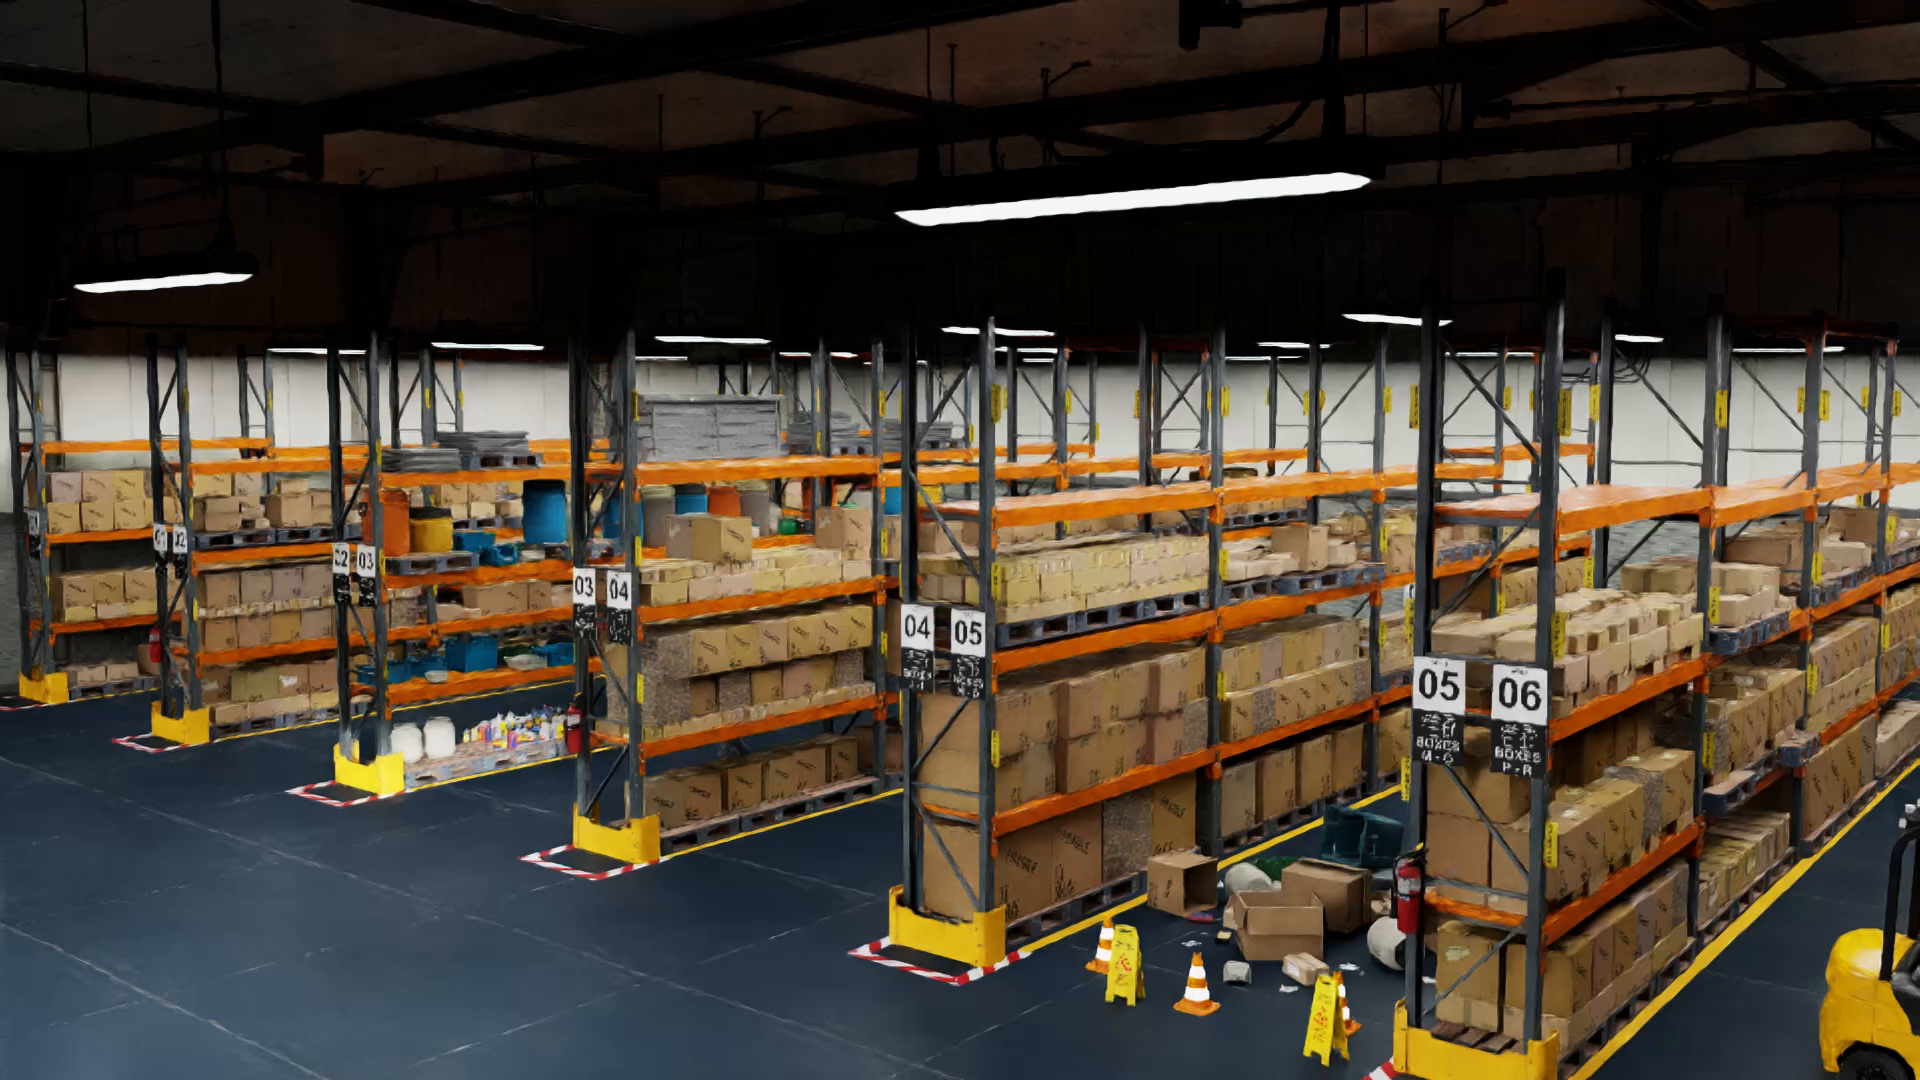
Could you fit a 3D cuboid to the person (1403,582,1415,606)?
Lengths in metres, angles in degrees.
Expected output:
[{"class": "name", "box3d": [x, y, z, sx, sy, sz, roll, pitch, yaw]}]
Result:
[{"class": "person", "box3d": [8.959, 1.373, 32.480, 0.561, 1.752, 0.599, -1, 5, -14]}]

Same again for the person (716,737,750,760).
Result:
[{"class": "person", "box3d": [-3.092, 2.346, 21.883, 0.577, 1.687, 1.121, 5, 7, 41]}]
